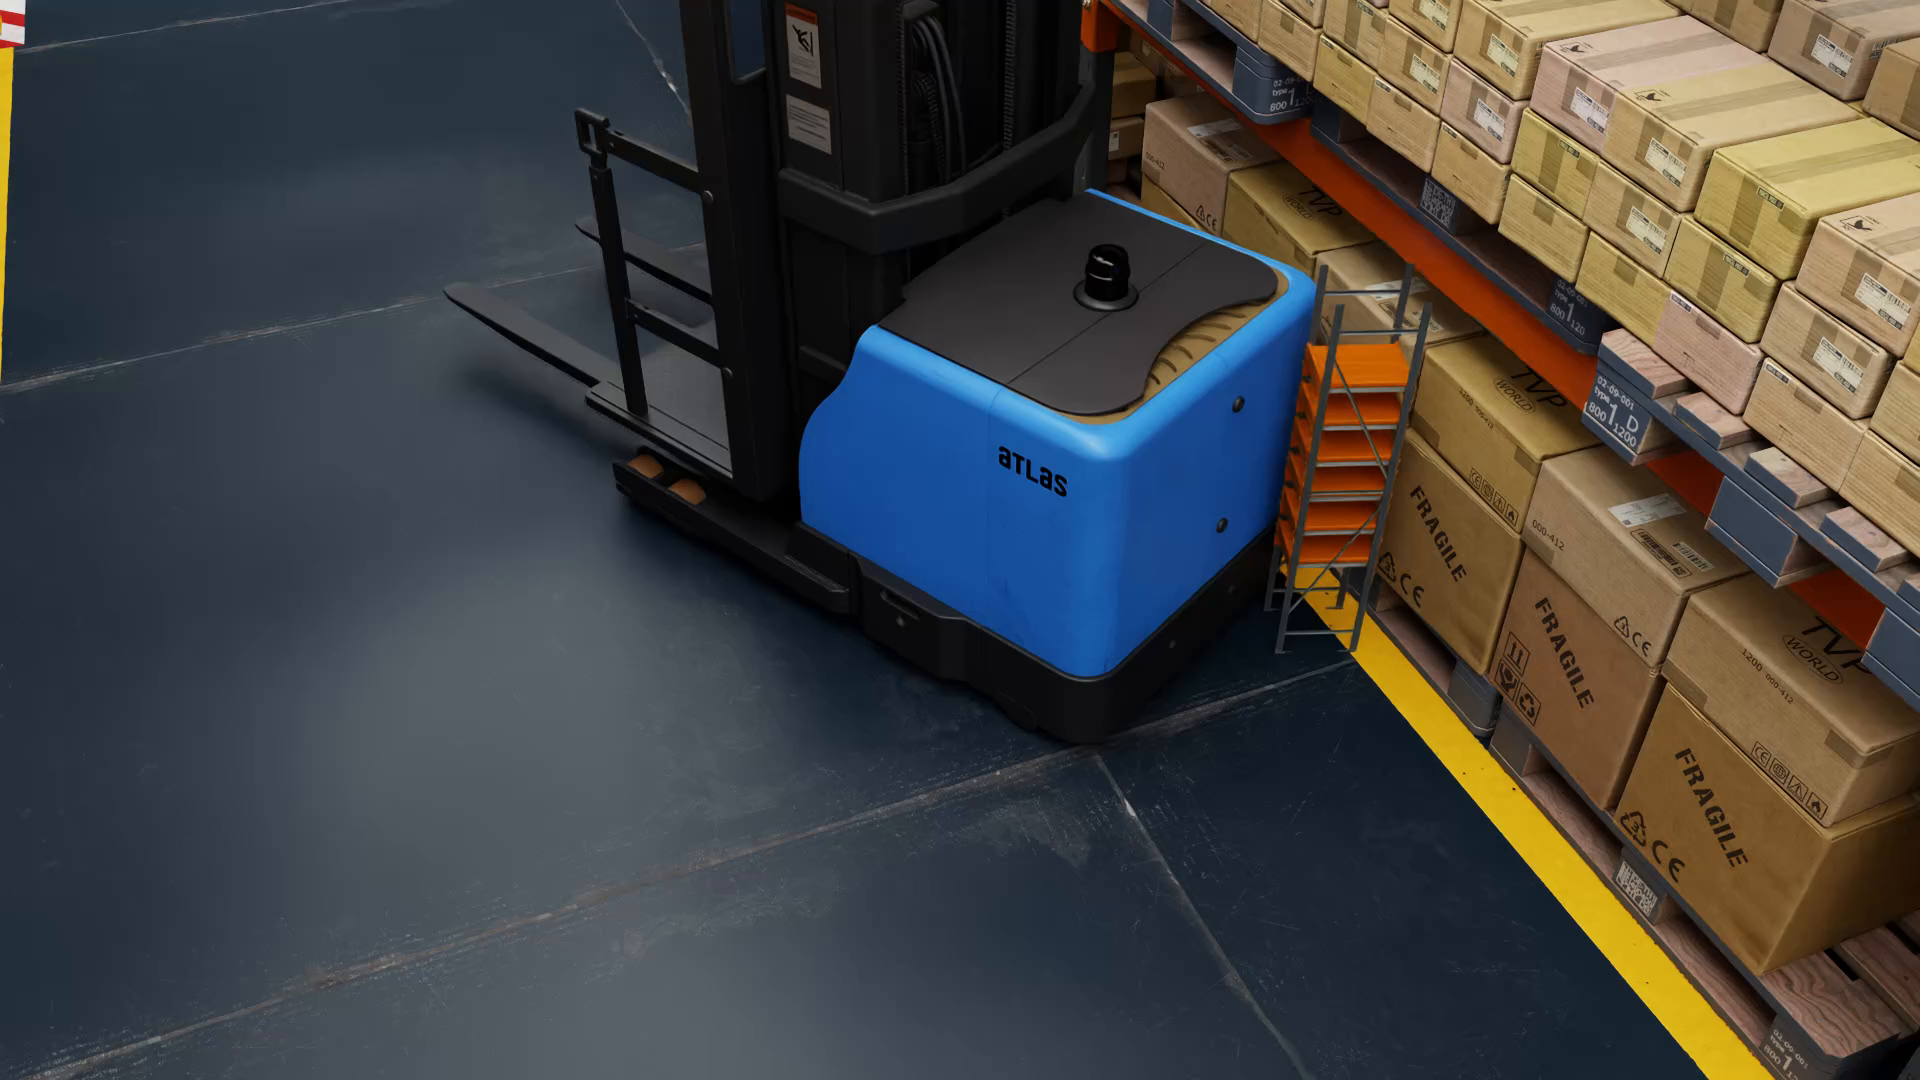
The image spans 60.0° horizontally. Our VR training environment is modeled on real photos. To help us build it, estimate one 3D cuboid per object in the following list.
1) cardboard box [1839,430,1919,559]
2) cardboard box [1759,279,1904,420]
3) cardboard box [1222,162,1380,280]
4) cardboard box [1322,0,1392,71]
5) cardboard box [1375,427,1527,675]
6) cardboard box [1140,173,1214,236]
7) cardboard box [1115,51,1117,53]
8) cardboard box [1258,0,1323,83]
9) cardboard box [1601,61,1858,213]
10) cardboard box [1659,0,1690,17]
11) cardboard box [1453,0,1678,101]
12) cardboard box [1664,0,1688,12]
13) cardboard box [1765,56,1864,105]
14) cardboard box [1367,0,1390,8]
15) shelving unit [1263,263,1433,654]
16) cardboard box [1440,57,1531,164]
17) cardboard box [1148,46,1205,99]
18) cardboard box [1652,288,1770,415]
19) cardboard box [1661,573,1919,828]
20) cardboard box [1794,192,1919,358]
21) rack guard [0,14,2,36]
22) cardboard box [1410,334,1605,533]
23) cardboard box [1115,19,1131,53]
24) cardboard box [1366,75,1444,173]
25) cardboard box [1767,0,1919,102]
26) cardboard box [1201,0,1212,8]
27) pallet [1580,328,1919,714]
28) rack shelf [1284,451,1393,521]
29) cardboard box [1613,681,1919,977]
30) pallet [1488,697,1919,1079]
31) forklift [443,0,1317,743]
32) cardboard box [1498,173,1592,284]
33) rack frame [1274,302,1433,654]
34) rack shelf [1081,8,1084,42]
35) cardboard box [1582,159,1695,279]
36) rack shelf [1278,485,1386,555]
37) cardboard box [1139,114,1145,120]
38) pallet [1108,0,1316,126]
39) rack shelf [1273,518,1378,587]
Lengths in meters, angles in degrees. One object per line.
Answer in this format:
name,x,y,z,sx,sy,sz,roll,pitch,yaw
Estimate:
cardboard box,1.817,-0.109,2.947,0.380,0.149,0.250,-14,43,-16
cardboard box,1.717,-0.384,3.038,0.380,0.149,0.250,-14,43,-15
cardboard box,1.144,-0.937,5.059,0.500,0.250,0.500,-14,43,-16
cardboard box,1.132,-1.308,4.113,0.380,0.149,0.250,-16,43,-18
cardboard box,1.524,-0.033,4.583,0.500,0.500,0.500,-17,44,-19
cardboard box,0.937,-0.972,5.675,0.500,0.500,0.500,-14,43,-15
cardboard box,0.389,-1.869,6.532,0.380,0.149,0.250,-15,43,-16
cardboard box,1.022,-1.362,4.404,0.380,0.149,0.250,-17,44,-19
cardboard box,1.519,-0.803,3.297,0.380,0.149,0.250,-14,43,-16
cardboard box,1.830,-1.318,4.124,0.380,0.149,0.250,-14,43,-15
cardboard box,1.326,-1.112,3.657,0.380,0.149,0.250,-13,42,-15
cardboard box,1.836,-1.421,4.017,0.380,0.149,0.250,-16,43,-17
cardboard box,2.028,-1.006,3.761,0.380,0.149,0.250,-15,43,-17
cardboard box,1.121,-1.431,4.028,0.380,0.149,0.250,-14,43,-15
shelving unit,1.037,-0.185,4.544,0.258,1.200,0.189,-2,41,-2
cardboard box,1.325,-1.000,3.755,0.380,0.149,0.250,-14,43,-16
cardboard box,0.959,-1.835,6.492,0.380,0.149,0.250,-13,42,-15
cardboard box,1.624,-0.414,3.301,0.380,0.149,0.250,-14,43,-16
cardboard box,1.926,0.295,3.626,0.500,0.250,0.500,-16,43,-18
cardboard box,1.725,-0.485,2.928,0.380,0.149,0.250,-16,43,-17
rack guard,-5.261,-2.572,7.857,1.175,0.500,0.348,-15,43,-17
cardboard box,1.543,-0.317,4.337,0.500,0.250,0.500,-14,43,-16
cardboard box,0.766,-2.156,6.865,0.380,0.149,0.250,-16,43,-17
cardboard box,1.223,-1.046,4.037,0.380,0.149,0.250,-17,44,-19
cardboard box,2.031,-1.111,3.656,0.380,0.149,0.250,-13,42,-15
cardboard box,0.829,-1.667,4.759,0.380,0.149,0.250,-15,43,-17
pallet,2.059,-0.193,3.320,1.213,0.211,1.003,-15,43,-17
rack shelf,1.037,-0.151,4.573,0.258,0.103,0.180,-2,41,-2
cardboard box,1.937,0.595,3.853,0.500,0.500,0.500,-15,43,-17
pallet,2.132,0.724,4.247,1.003,0.211,1.213,-15,43,-17
forklift,-0.479,-1.374,4.600,3.031,2.935,1.130,29,48,29
cardboard box,1.428,-0.727,3.665,0.380,0.149,0.250,-17,44,-19
rack frame,1.041,-0.125,4.475,0.240,1.200,0.006,-2,41,-2
rack shelf,0.134,-3.204,7.227,1.077,0.370,4.000,-15,43,-17
cardboard box,1.518,-0.692,3.397,0.380,0.149,0.250,-15,43,-17
rack shelf,1.037,-0.060,4.651,0.258,0.103,0.180,-2,41,-2
cardboard box,0.955,-1.810,6.919,0.380,0.149,0.250,-14,43,-16
pallet,1.058,-1.703,5.077,1.003,0.211,1.213,-15,43,-17
rack shelf,1.036,0.031,4.729,0.258,0.103,0.180,-2,41,-2
